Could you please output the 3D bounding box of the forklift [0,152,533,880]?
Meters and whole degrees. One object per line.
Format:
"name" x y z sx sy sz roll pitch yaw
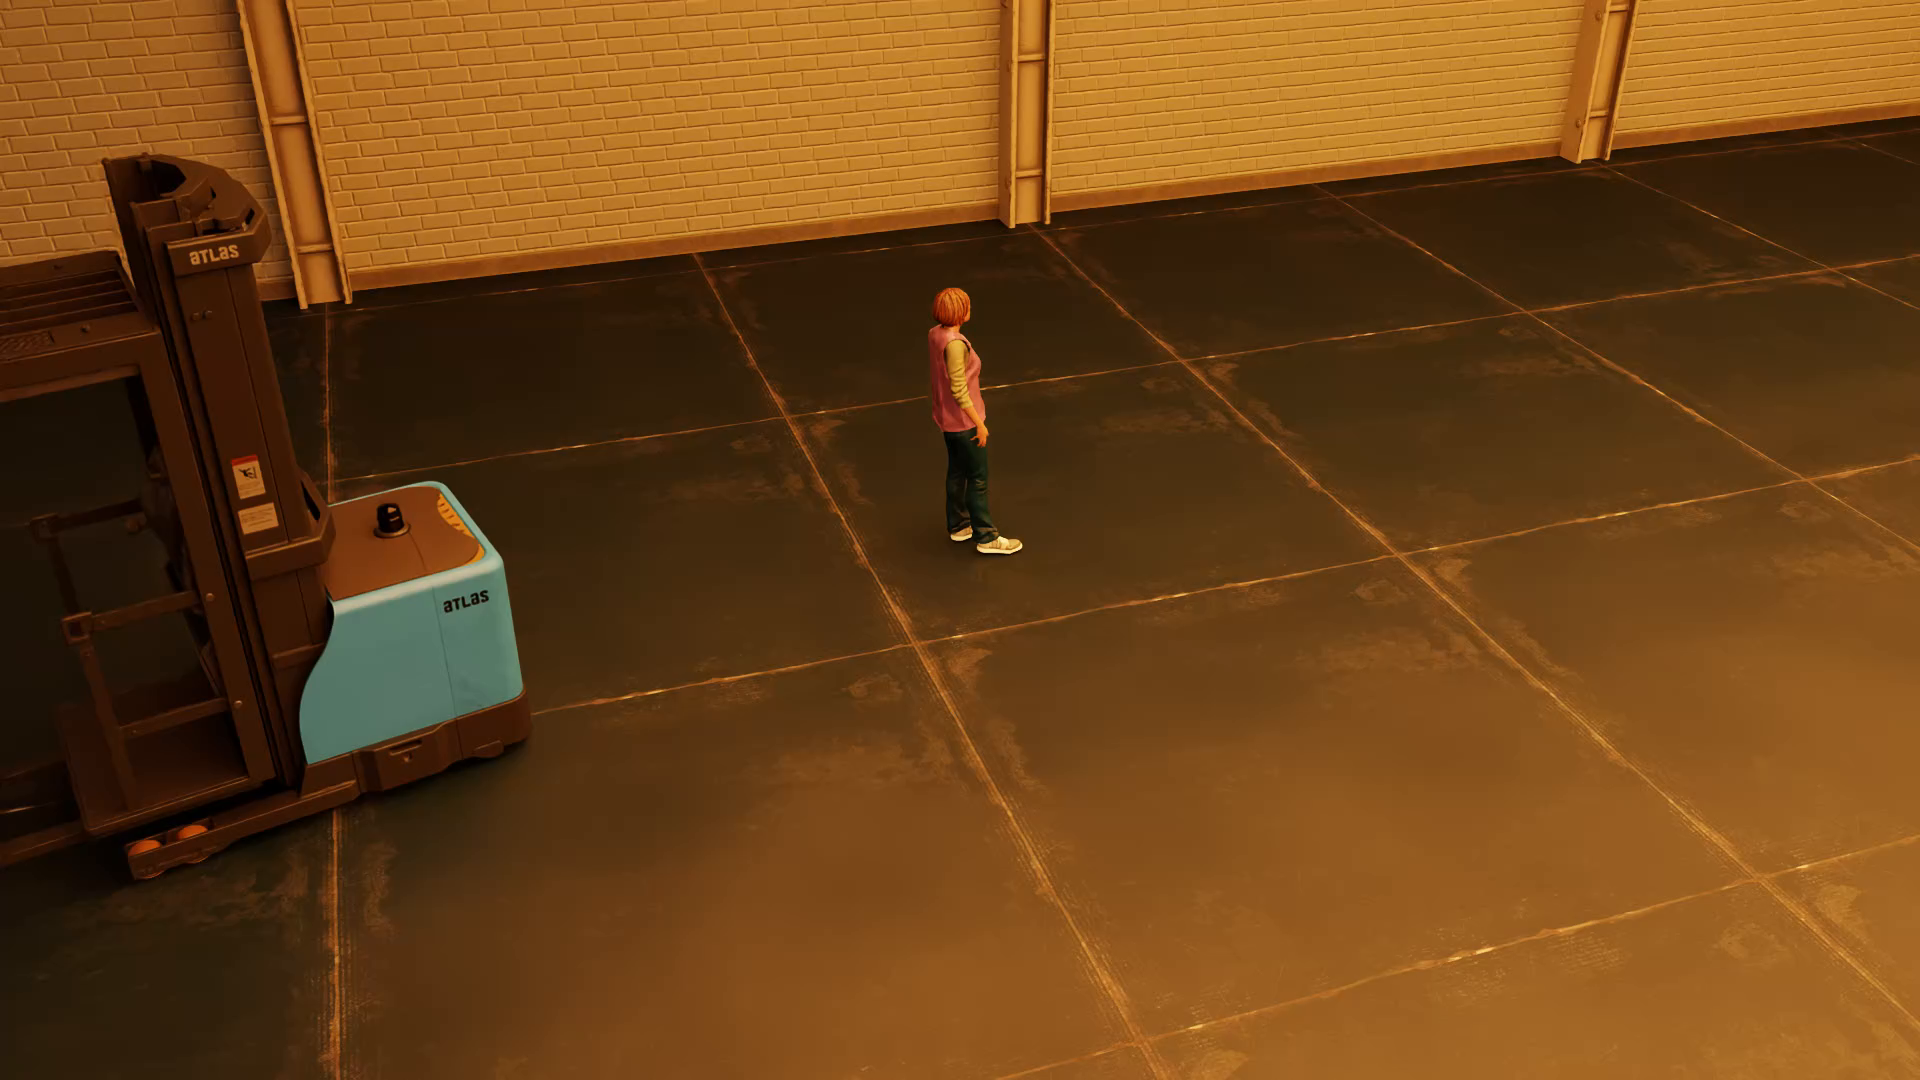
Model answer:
"forklift" -3.641 -0.065 7.200 3.031 2.935 1.130 -17 34 -28

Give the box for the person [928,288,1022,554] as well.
"person" 0.074 -0.704 9.632 0.476 1.597 0.520 -10 31 -16
